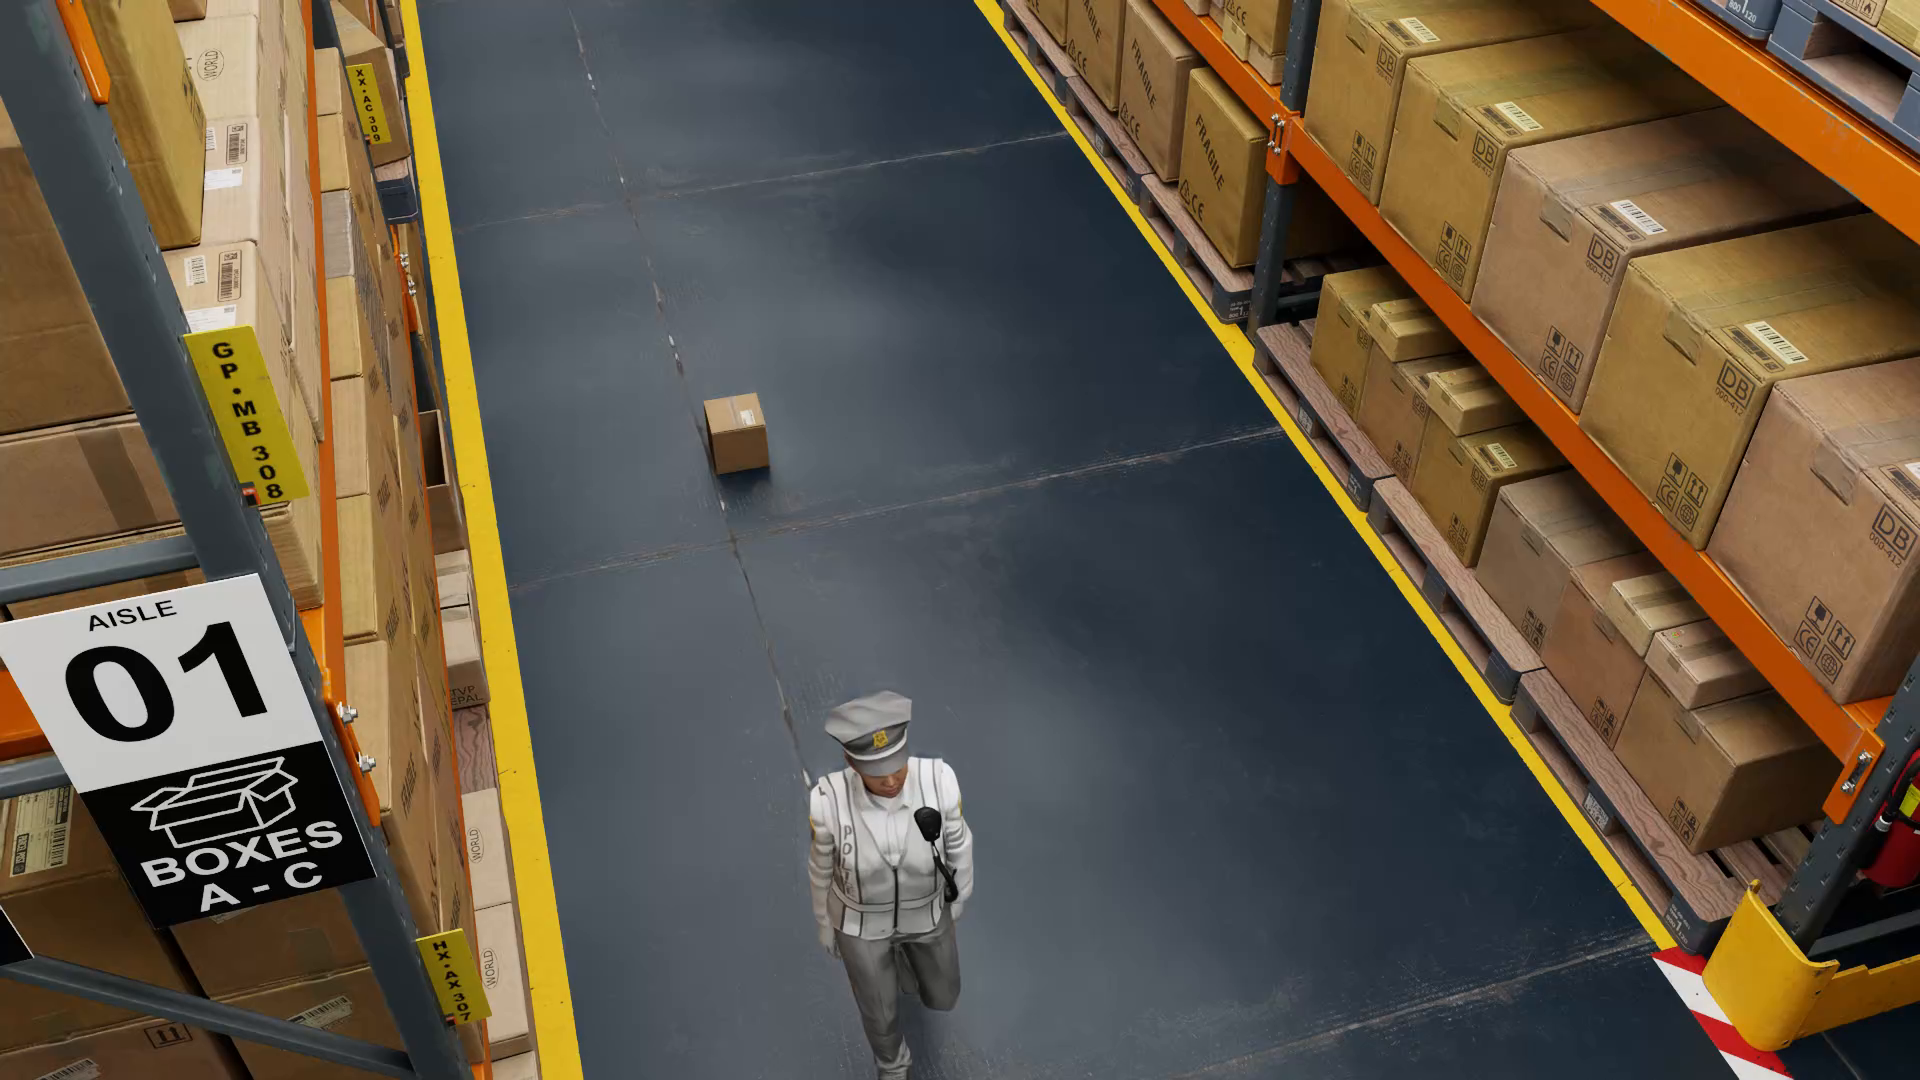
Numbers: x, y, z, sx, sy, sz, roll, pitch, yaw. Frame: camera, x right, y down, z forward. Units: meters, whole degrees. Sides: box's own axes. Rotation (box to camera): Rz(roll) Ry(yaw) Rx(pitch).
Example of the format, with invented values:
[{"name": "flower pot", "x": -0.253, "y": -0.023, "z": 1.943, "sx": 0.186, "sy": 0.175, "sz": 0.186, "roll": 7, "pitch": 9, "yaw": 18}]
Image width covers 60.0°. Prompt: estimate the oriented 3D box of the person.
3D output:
[{"name": "person", "x": -0.192, "y": 0.878, "z": 4.742, "sx": 0.486, "sy": 0.618, "sz": 0.301, "roll": -8, "pitch": 43, "yaw": -9}]
